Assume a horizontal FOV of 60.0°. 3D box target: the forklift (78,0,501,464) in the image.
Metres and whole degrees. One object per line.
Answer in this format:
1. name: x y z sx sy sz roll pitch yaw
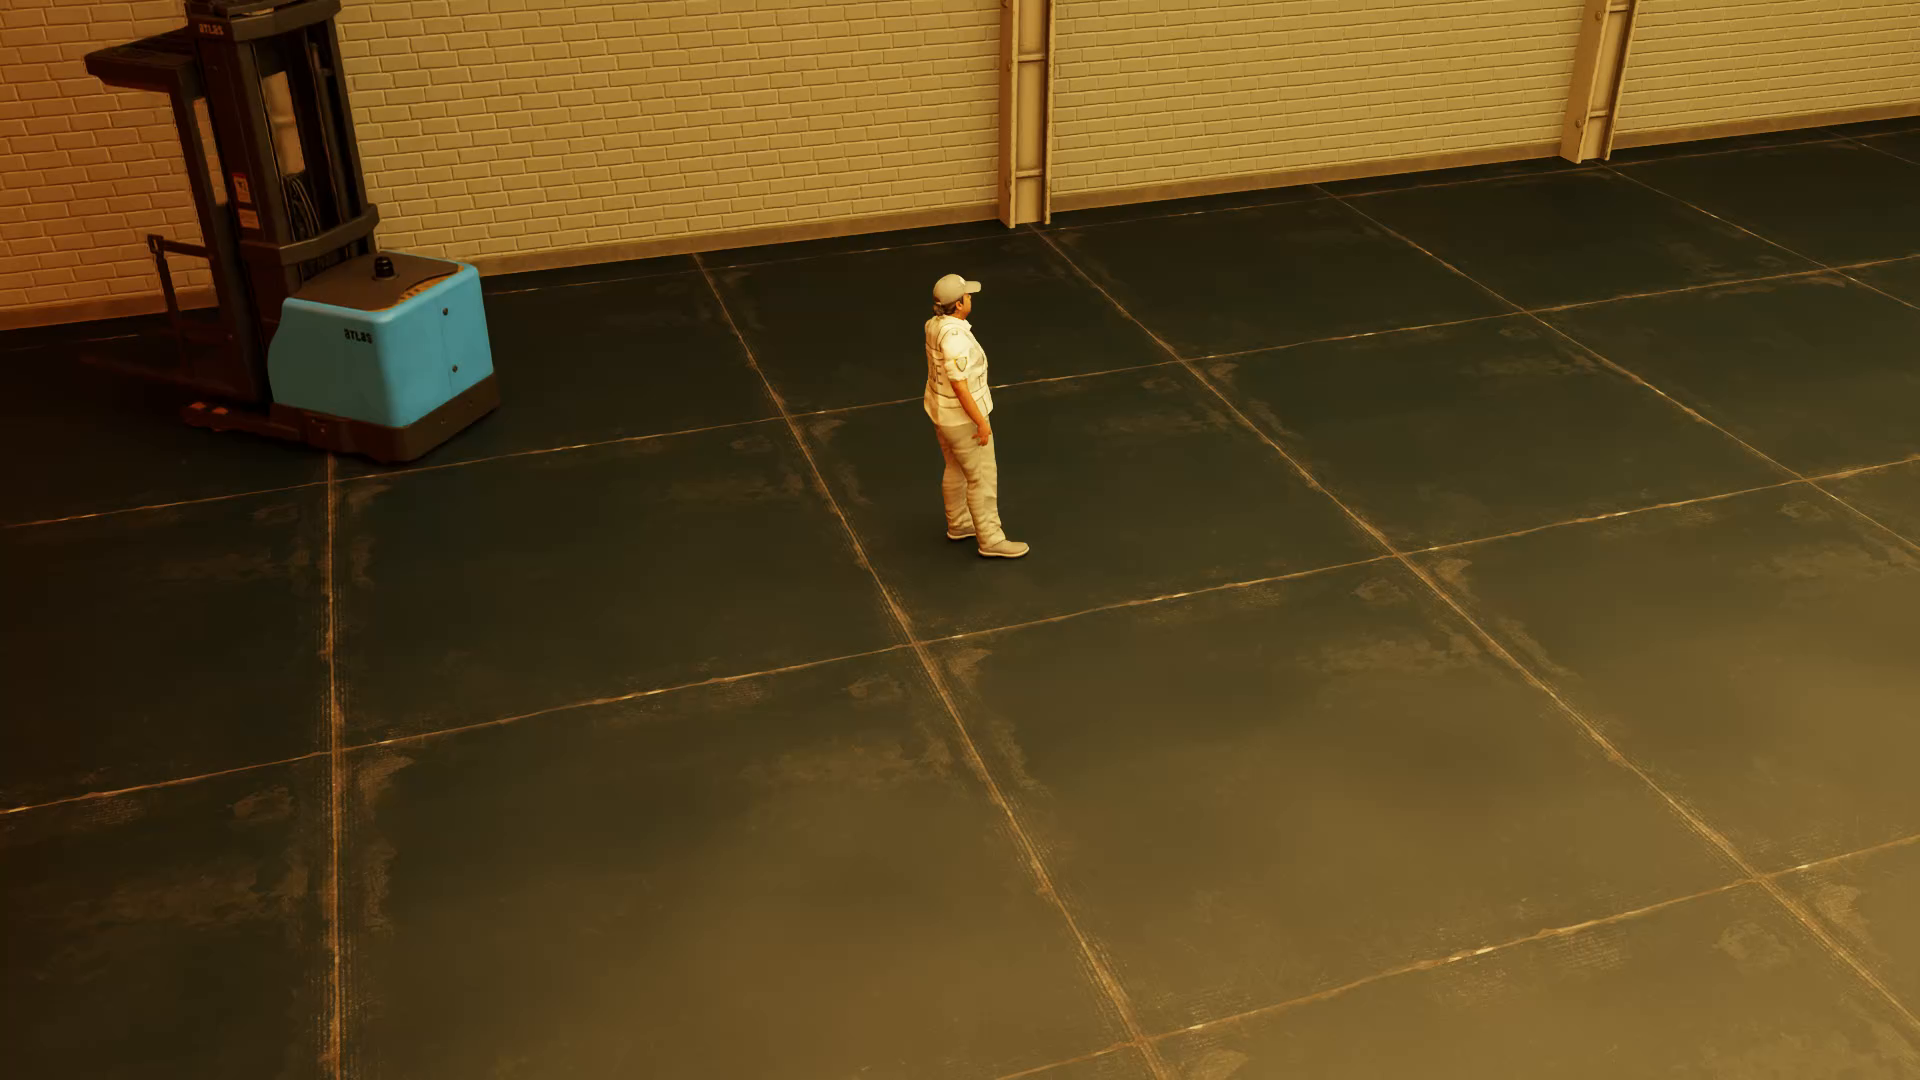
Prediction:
1. forklift: -4.751 -2.231 10.964 3.031 2.935 1.130 12 32 19

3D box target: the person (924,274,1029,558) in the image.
1. person: 0.080 -0.731 9.609 0.529 1.670 0.598 -10 31 -16
